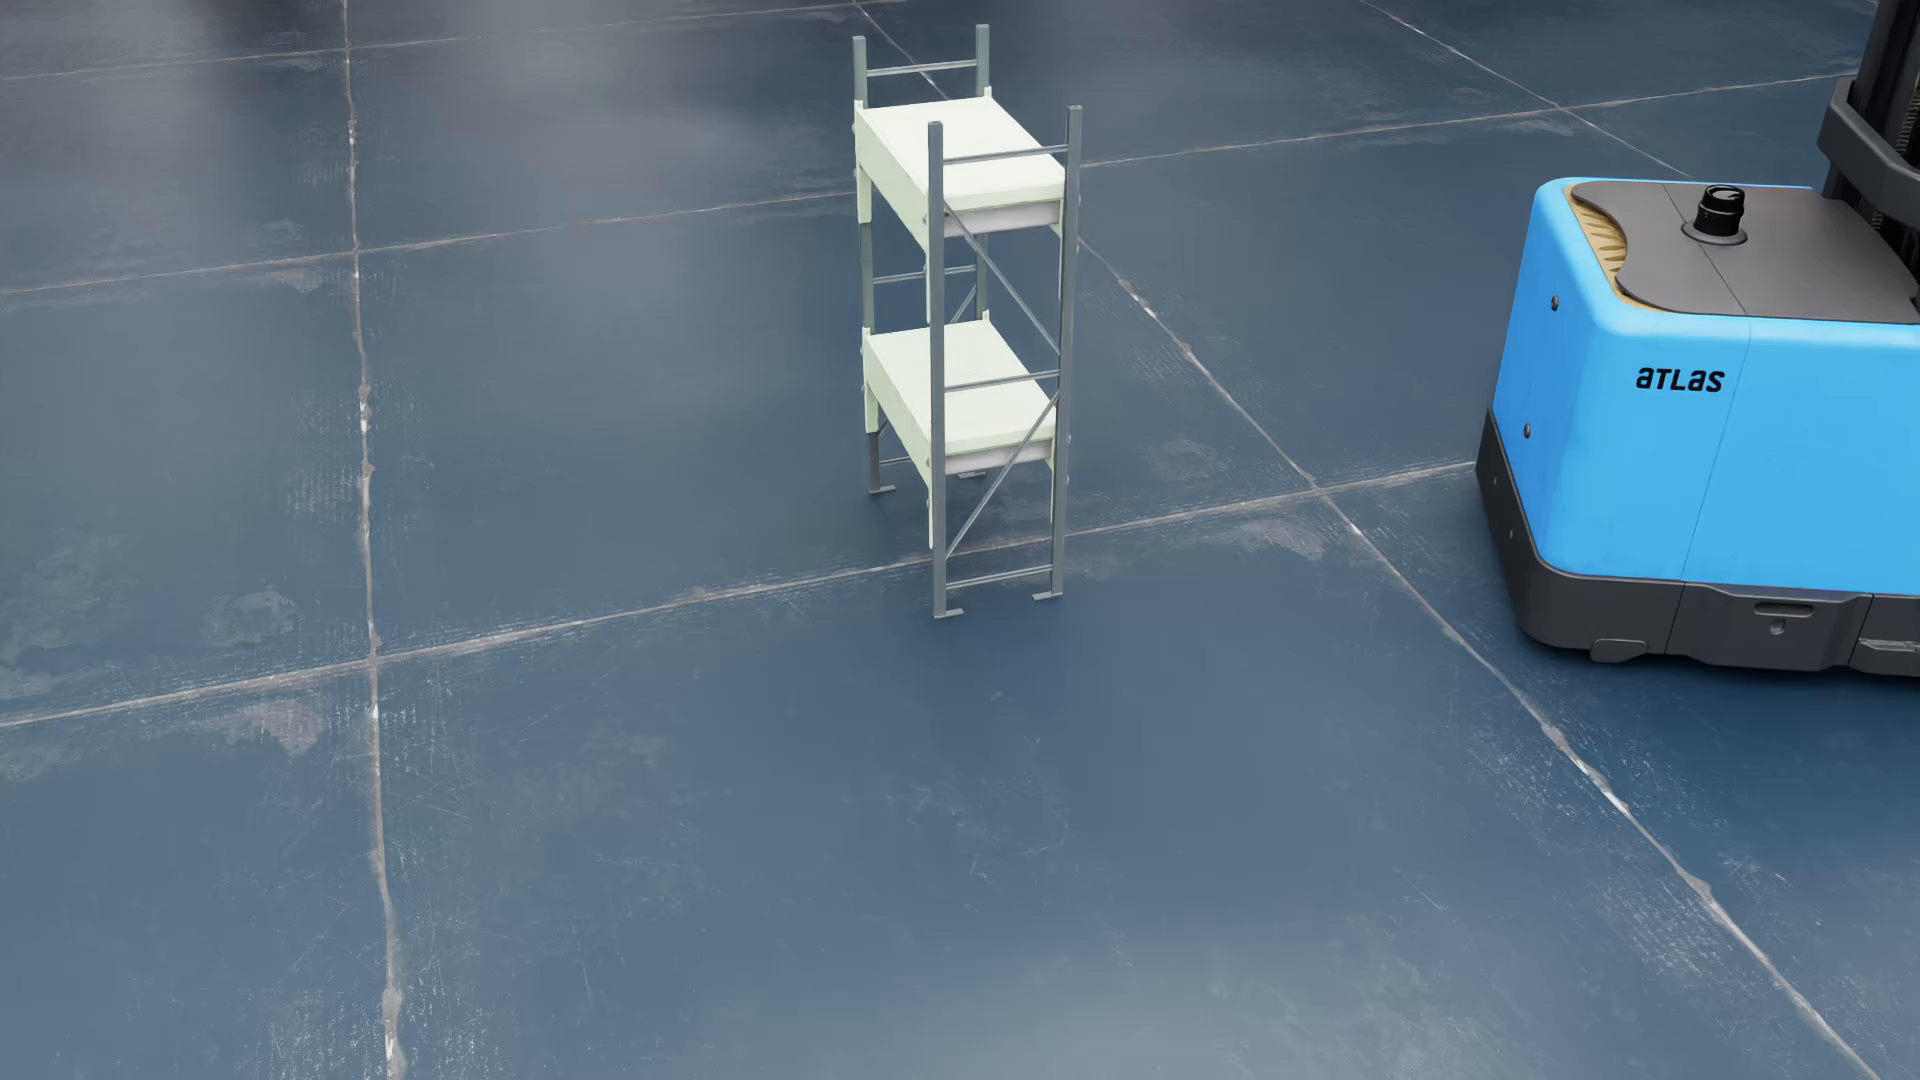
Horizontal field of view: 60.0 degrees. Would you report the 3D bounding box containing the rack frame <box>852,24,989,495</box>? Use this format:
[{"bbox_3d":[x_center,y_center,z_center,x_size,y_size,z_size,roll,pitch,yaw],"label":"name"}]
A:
[{"bbox_3d":[-0.110,-0.814,5.122,0.400,1.500,0.023,-10,35,-15],"label":"rack frame"}]

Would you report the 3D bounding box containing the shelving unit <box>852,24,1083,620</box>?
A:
[{"bbox_3d":[0.002,-0.622,4.831,0.431,1.500,0.755,-10,35,-15],"label":"shelving unit"}]

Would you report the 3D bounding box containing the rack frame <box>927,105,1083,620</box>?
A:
[{"bbox_3d":[0.114,-0.430,4.540,0.400,1.500,0.023,-10,35,-15],"label":"rack frame"}]

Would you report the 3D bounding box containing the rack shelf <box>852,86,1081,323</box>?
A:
[{"bbox_3d":[0.002,-0.948,4.616,0.431,0.370,0.720,-10,35,-15],"label":"rack shelf"}]

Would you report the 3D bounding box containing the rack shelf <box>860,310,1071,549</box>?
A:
[{"bbox_3d":[0.002,-0.350,5.011,0.431,0.370,0.720,-10,35,-15],"label":"rack shelf"}]

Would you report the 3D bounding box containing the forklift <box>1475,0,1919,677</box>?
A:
[{"bbox_3d":[3.150,-1.062,4.198,3.031,2.935,1.130,4,34,5],"label":"forklift"}]
